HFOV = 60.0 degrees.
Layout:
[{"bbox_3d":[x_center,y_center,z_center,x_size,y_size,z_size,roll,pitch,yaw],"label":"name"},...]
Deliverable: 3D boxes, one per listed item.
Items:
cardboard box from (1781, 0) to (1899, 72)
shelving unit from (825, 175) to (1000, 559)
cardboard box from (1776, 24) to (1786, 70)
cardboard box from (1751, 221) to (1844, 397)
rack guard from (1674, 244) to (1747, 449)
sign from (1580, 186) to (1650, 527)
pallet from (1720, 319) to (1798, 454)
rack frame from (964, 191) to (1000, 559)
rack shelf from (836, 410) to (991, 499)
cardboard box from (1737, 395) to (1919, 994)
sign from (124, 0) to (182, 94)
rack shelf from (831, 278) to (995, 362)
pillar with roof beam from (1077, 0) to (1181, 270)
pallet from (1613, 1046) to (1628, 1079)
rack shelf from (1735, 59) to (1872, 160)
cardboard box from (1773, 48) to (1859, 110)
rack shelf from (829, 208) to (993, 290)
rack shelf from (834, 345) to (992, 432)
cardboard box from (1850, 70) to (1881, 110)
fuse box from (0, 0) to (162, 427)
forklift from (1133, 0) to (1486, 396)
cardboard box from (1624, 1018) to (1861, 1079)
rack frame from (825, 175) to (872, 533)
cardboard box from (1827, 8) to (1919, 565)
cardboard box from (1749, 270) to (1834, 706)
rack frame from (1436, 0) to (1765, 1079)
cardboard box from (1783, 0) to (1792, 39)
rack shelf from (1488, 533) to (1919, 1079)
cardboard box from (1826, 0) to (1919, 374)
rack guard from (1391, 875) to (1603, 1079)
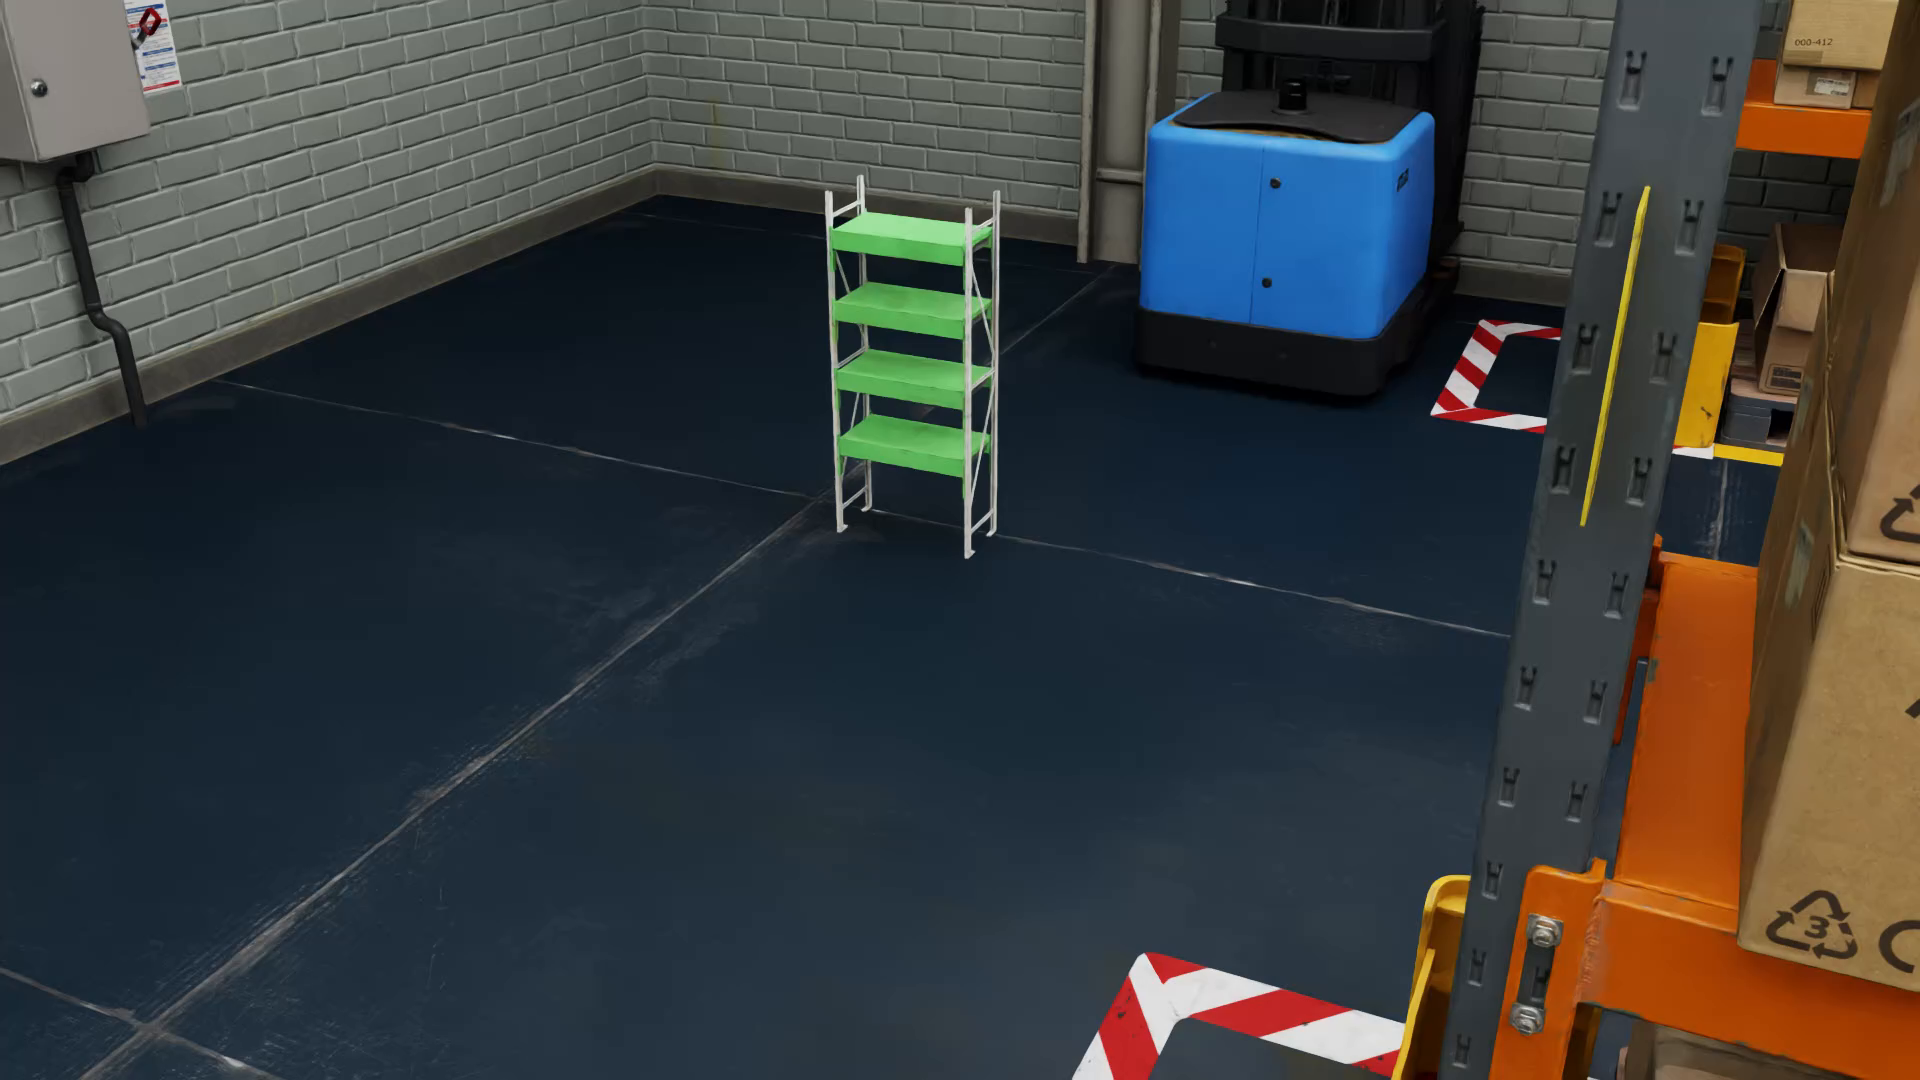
[{"bbox_3d":[3.236,-1.847,5.939,0.500,0.250,0.500,12,28,22],"label":"cardboard box"},{"bbox_3d":[-0.151,-0.569,5.546,0.503,1.200,0.258,11,28,22],"label":"shelving unit"},{"bbox_3d":[3.347,-1.907,6.512,0.250,0.149,0.380,11,28,21],"label":"cardboard box"},{"bbox_3d":[3.452,-0.891,6.515,0.637,0.503,0.797,10,28,20],"label":"cardboard box"},{"bbox_3d":[3.003,-0.837,6.884,0.348,0.500,1.175,11,28,22],"label":"rack guard"},{"bbox_3d":[0.648,-0.178,1.646,0.005,0.325,0.100,11,28,22],"label":"sign"},{"bbox_3d":[3.729,-0.562,6.653,1.213,0.211,1.003,11,28,22],"label":"pallet"},{"bbox_3d":[0.071,-0.524,5.456,0.015,1.200,0.240,11,28,22],"label":"rack frame"},{"bbox_3d":[-0.151,-0.296,5.681,0.480,0.148,0.258,11,28,22],"label":"rack shelf"},{"bbox_3d":[1.201,0.182,1.871,0.500,0.500,0.500,11,28,21],"label":"cardboard box"},{"bbox_3d":[-3.242,-2.009,6.543,0.001,0.494,0.329,11,28,22],"label":"sign"},{"bbox_3d":[-0.151,-0.727,5.469,0.480,0.148,0.258,11,28,22],"label":"rack shelf"},{"bbox_3d":[-0.929,-3.788,3.257,0.400,9.000,9.100,11,28,22],"label":"pillar with roof beam"},{"bbox_3d":[1.643,1.390,2.688,1.213,0.211,1.003,11,28,22],"label":"pallet"},{"bbox_3d":[4.755,-1.284,5.777,4.000,0.370,1.077,11,28,22],"label":"rack shelf"},{"bbox_3d":[3.120,-1.689,6.070,0.250,0.149,0.380,11,28,21],"label":"cardboard box"},{"bbox_3d":[-0.151,-0.942,5.363,0.480,0.148,0.258,11,28,22],"label":"rack shelf"},{"bbox_3d":[-0.151,-0.511,5.575,0.480,0.148,0.258,11,28,22],"label":"rack shelf"},{"bbox_3d":[3.370,-1.662,6.013,0.250,0.149,0.380,12,29,23],"label":"cardboard box"},{"bbox_3d":[-3.257,-1.238,6.326,0.414,1.711,0.539,11,28,22],"label":"fuse box"},{"bbox_3d":[1.833,-2.524,7.557,1.130,2.935,3.031,12,29,22],"label":"forklift"},{"bbox_3d":[1.525,1.066,2.615,0.875,0.438,0.875,10,28,20],"label":"cardboard box"},{"bbox_3d":[-0.373,-0.613,5.637,0.015,1.200,0.240,11,28,22],"label":"rack frame"},{"bbox_3d":[1.202,-0.267,1.652,0.500,0.500,0.500,11,28,21],"label":"cardboard box"},{"bbox_3d":[1.431,-0.039,2.320,0.500,0.500,0.500,12,28,22],"label":"cardboard box"},{"bbox_3d":[0.884,0.023,2.308,0.053,2.616,0.949,11,28,22],"label":"rack frame"},{"bbox_3d":[3.463,-2.061,6.374,0.500,0.250,0.500,12,29,23],"label":"cardboard box"},{"bbox_3d":[2.703,0.712,1.722,4.000,0.370,1.077,11,28,22],"label":"rack shelf"},{"bbox_3d":[1.420,-0.477,2.078,0.500,0.500,0.500,12,29,23],"label":"cardboard box"},{"bbox_3d":[0.861,1.141,2.866,0.348,0.500,1.175,11,28,22],"label":"rack guard"}]
